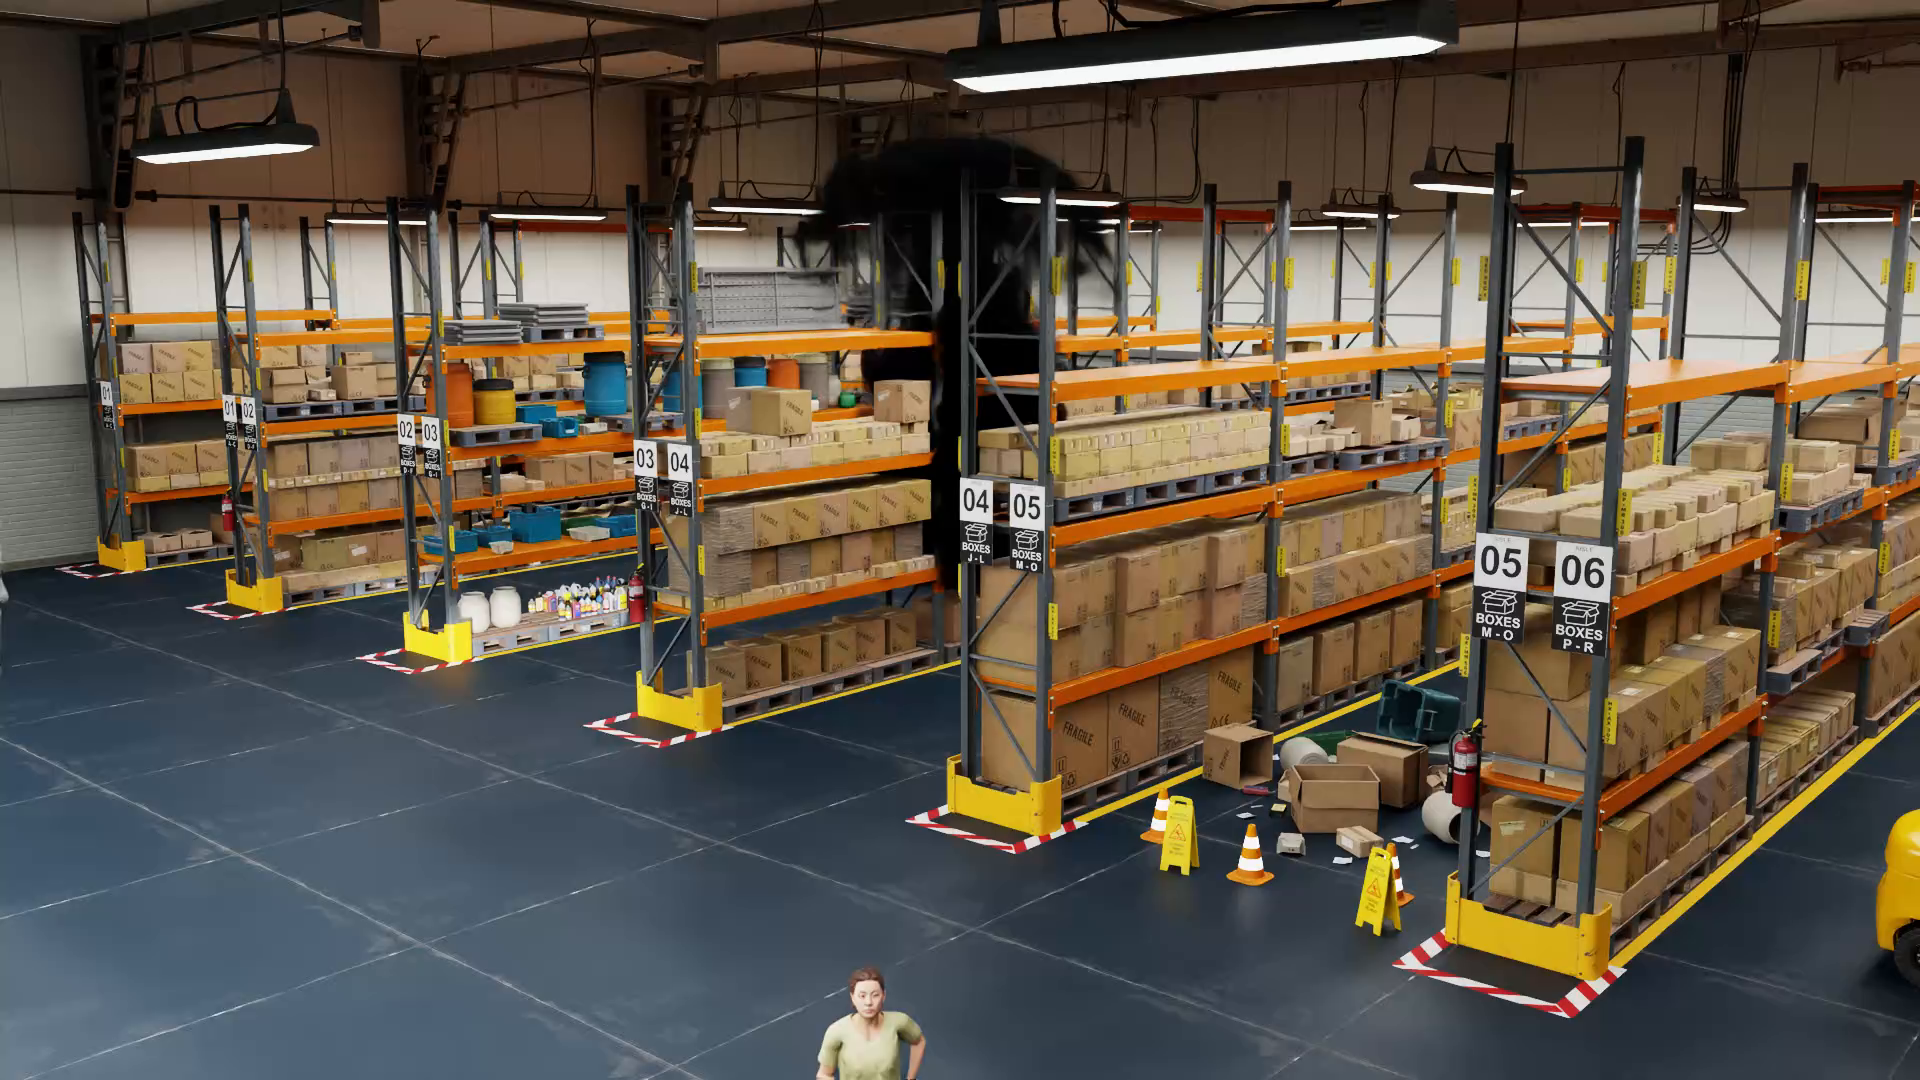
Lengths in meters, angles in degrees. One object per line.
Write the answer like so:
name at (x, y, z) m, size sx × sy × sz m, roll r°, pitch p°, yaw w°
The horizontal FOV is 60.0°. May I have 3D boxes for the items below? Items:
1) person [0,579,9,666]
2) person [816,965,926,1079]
person at (-11.780, 0.971, 19.978) m, size 0.659 × 1.749 × 0.969 m, roll -5°, pitch 11°, yaw -29°
person at (-0.444, 2.981, 8.410) m, size 0.560 × 1.689 × 0.633 m, roll -1°, pitch 9°, yaw -3°
